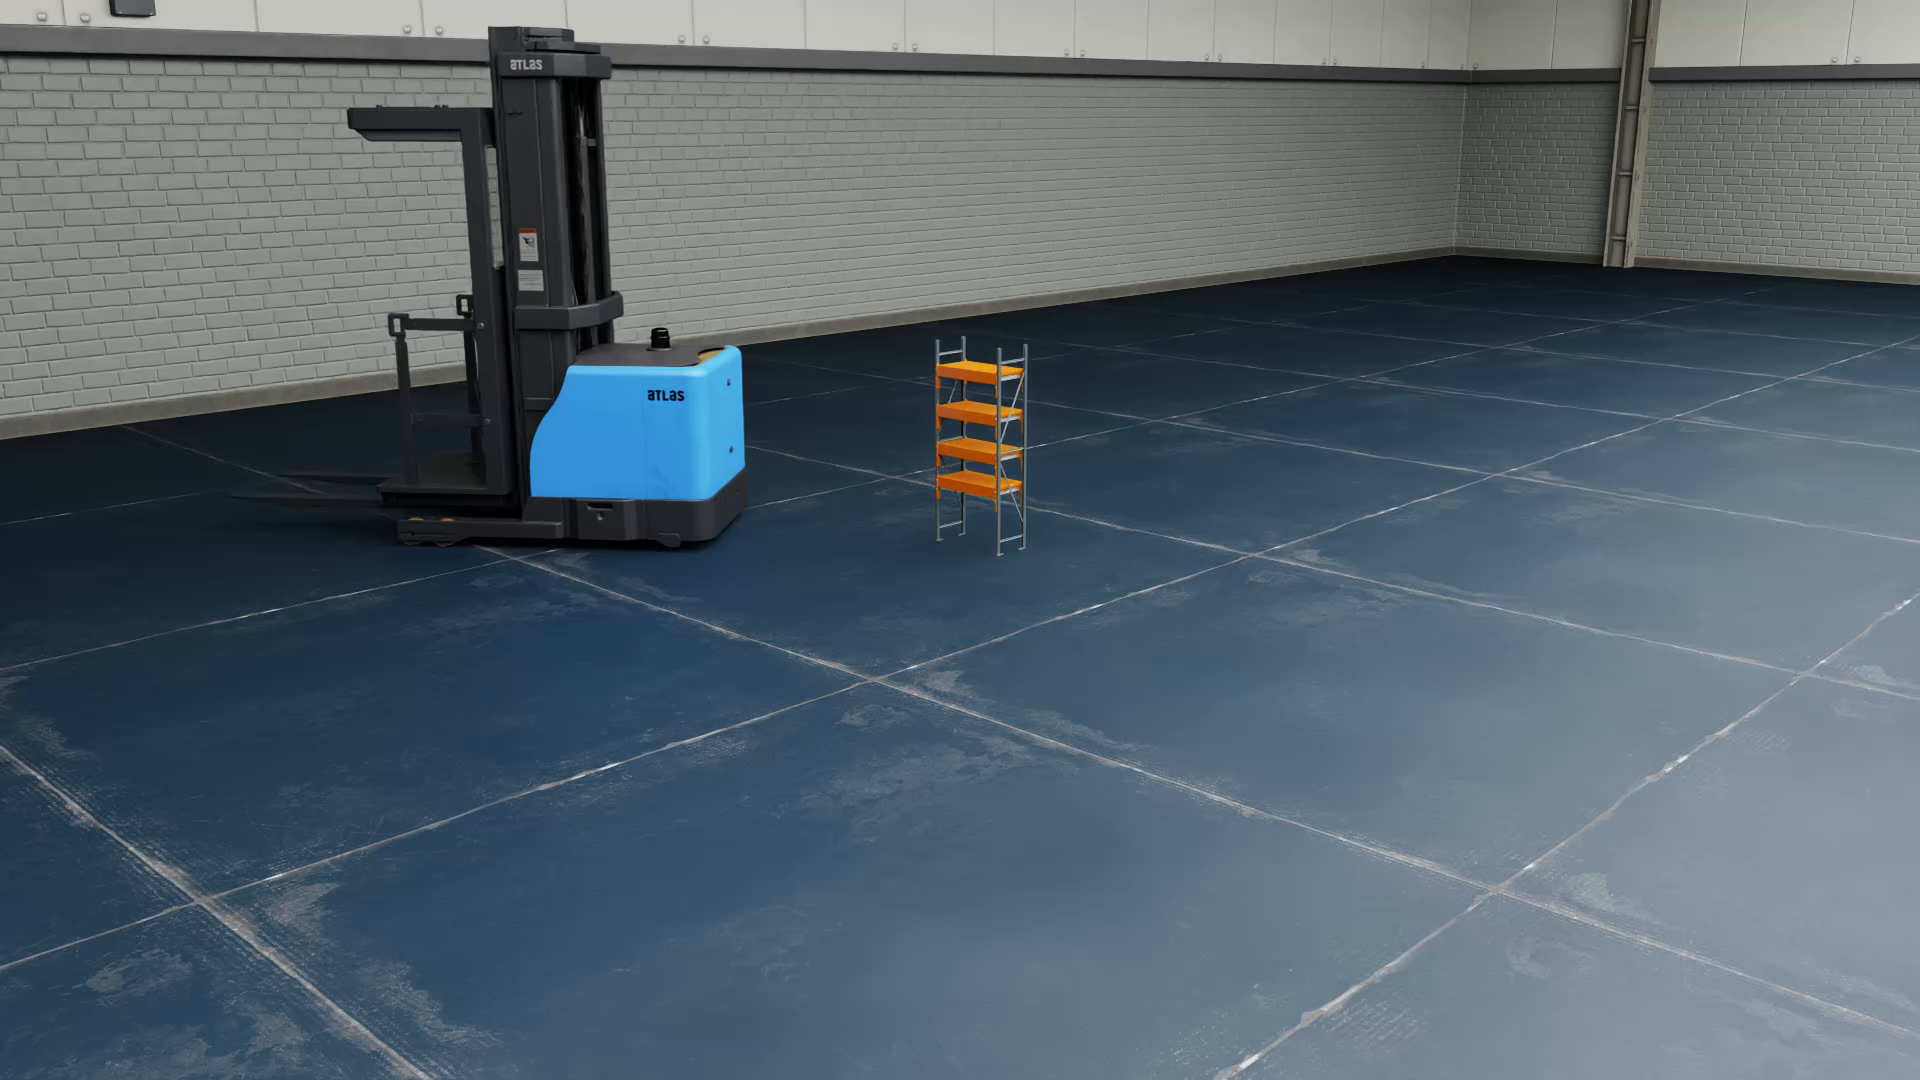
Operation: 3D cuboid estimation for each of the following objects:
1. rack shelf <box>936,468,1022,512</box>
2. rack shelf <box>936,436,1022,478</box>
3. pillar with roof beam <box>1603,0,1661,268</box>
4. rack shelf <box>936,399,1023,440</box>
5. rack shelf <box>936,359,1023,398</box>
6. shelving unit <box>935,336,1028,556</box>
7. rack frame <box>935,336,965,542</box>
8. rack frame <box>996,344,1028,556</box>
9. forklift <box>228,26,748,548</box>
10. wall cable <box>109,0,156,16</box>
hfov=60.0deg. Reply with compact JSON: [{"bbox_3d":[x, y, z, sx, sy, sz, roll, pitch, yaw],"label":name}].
[{"bbox_3d":[0.119,-0.294,9.737,0.480,0.148,0.258,14,20,42],"label":"rack shelf"},{"bbox_3d":[0.119,-0.487,9.687,0.480,0.148,0.258,14,20,42],"label":"rack shelf"},{"bbox_3d":[7.697,-8.017,22.854,0.400,9.000,9.100,14,20,42],"label":"pillar with roof beam"},{"bbox_3d":[0.119,-0.703,9.630,0.480,0.148,0.258,14,20,42],"label":"rack shelf"},{"bbox_3d":[0.119,-0.932,9.571,0.480,0.148,0.258,14,20,42],"label":"rack shelf"},{"bbox_3d":[0.119,-0.552,9.670,0.503,1.200,0.258,14,20,42],"label":"shelving unit"},{"bbox_3d":[-0.057,-0.594,9.833,0.015,1.200,0.240,14,20,42],"label":"rack frame"},{"bbox_3d":[0.295,-0.509,9.506,0.015,1.200,0.240,14,20,42],"label":"rack frame"},{"bbox_3d":[-2.891,-1.510,9.916,3.031,2.935,1.130,2,15,6],"label":"forklift"},{"bbox_3d":[-5.781,-7.203,12.984,0.169,6.003,2.305,14,20,42],"label":"wall cable"}]
